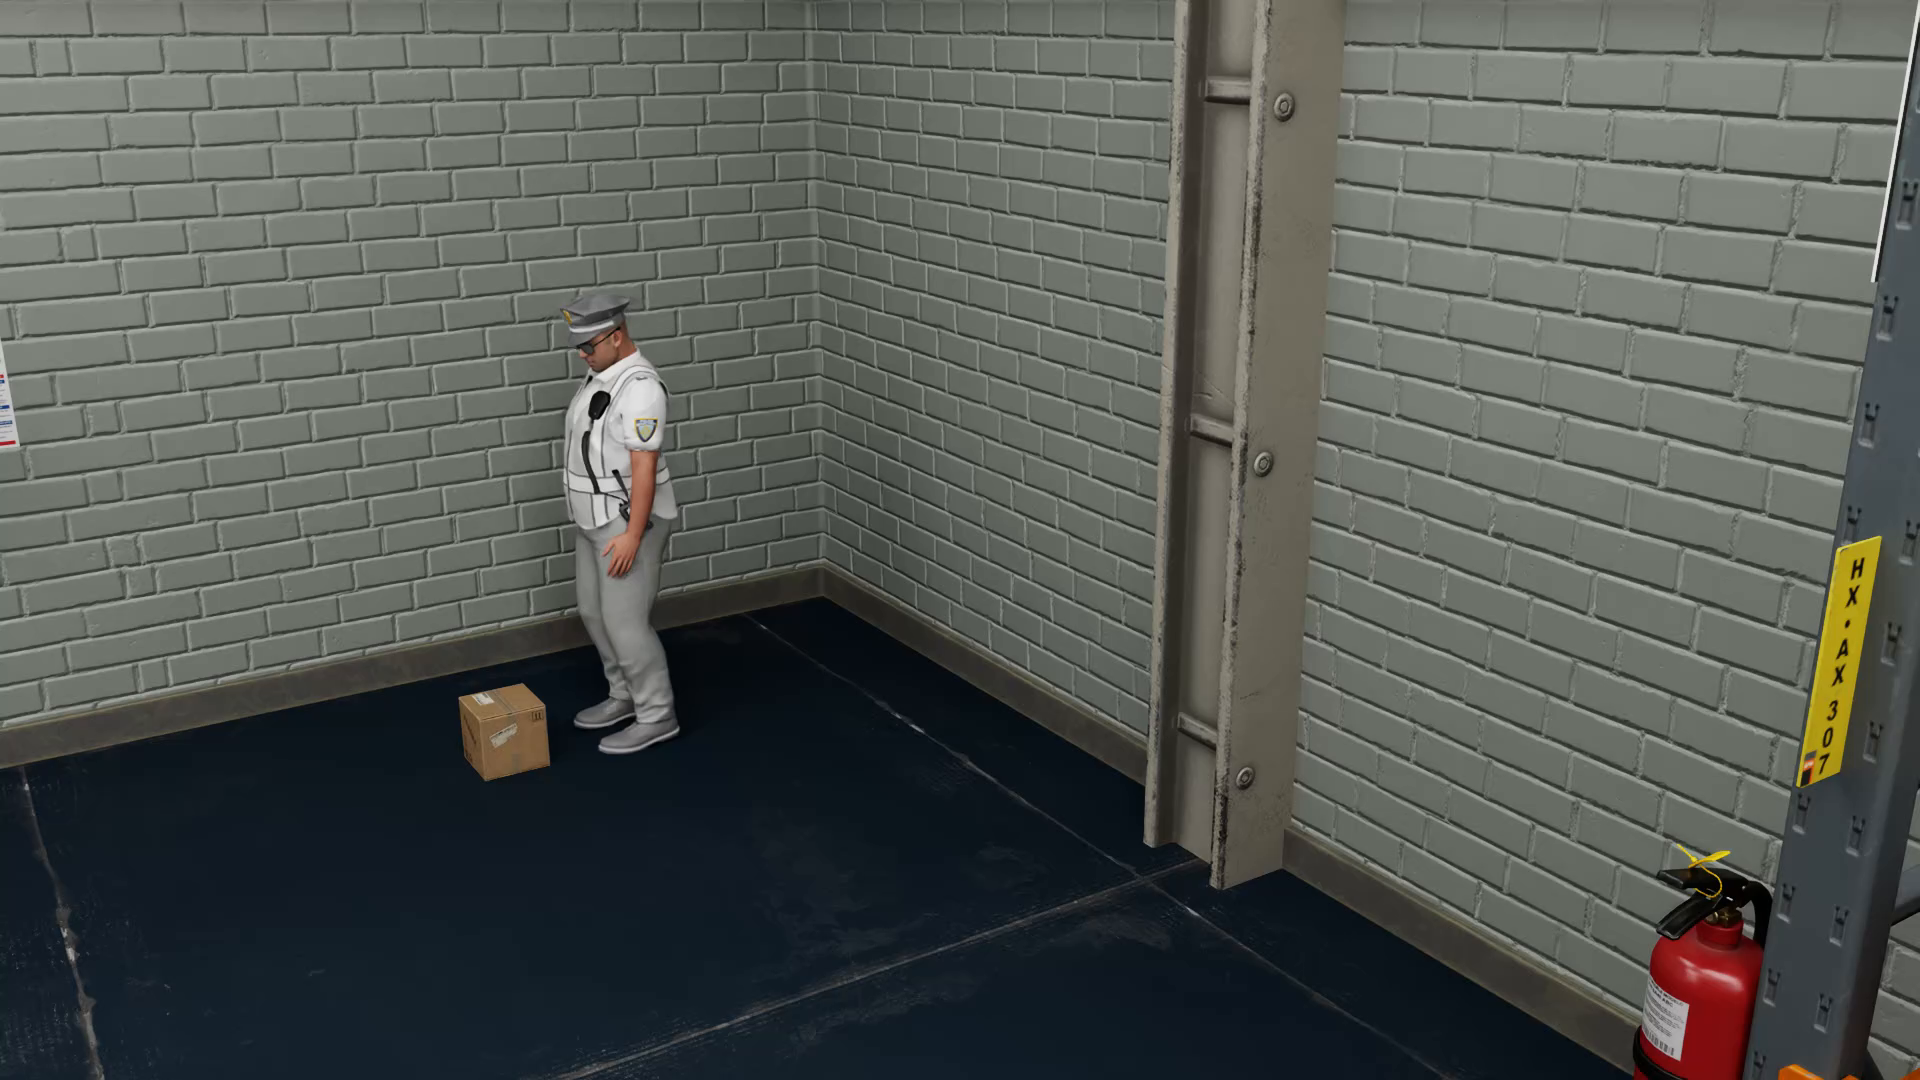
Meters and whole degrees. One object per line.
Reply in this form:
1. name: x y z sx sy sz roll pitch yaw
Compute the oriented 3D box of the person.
1. person: -1.276 -0.063 6.278 0.389 1.735 0.534 -11 21 -30
